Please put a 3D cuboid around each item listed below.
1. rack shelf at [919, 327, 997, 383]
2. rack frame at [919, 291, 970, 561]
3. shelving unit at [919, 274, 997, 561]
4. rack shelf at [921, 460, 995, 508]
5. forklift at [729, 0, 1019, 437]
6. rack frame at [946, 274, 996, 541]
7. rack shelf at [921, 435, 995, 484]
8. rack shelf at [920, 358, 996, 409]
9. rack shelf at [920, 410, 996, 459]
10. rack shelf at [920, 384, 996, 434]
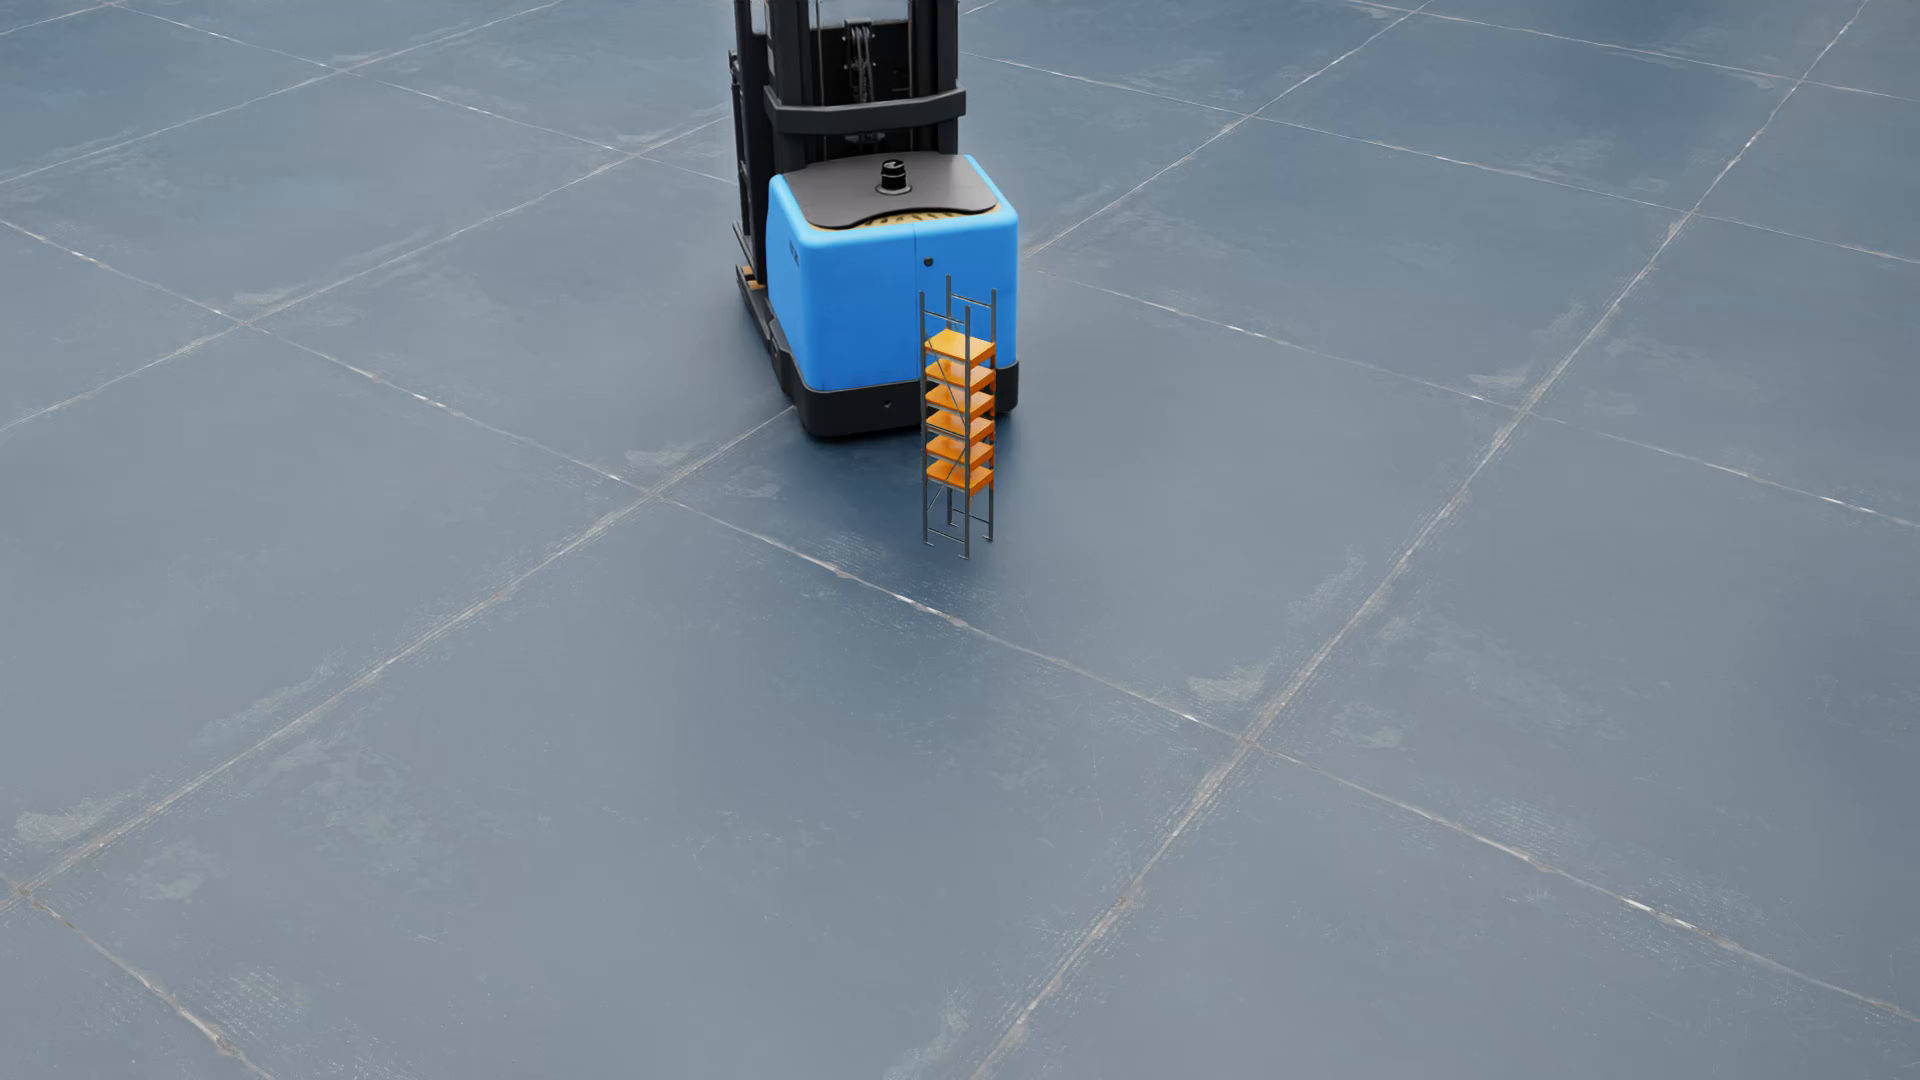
[{"bbox_3d":[-0.008,-0.752,6.727,0.258,0.103,0.180,21,39,28],"label":"rack shelf"},{"bbox_3d":[-0.060,-0.448,6.842,0.240,1.200,0.006,21,39,28],"label":"rack frame"},{"bbox_3d":[-0.008,-0.490,6.904,0.258,1.200,0.189,21,39,28],"label":"shelving unit"},{"bbox_3d":[-0.008,-0.255,7.063,0.258,0.103,0.180,21,39,28],"label":"rack shelf"},{"bbox_3d":[-0.614,-2.522,8.363,1.130,2.935,3.031,-9,35,-13],"label":"forklift"},{"bbox_3d":[0.044,-0.532,6.966,0.240,1.200,0.006,21,39,28],"label":"rack frame"},{"bbox_3d":[-0.008,-0.354,6.996,0.258,0.103,0.180,21,39,28],"label":"rack shelf"},{"bbox_3d":[-0.008,-0.652,6.794,0.258,0.103,0.180,21,39,28],"label":"rack shelf"},{"bbox_3d":[-0.008,-0.454,6.929,0.258,0.103,0.180,21,39,28],"label":"rack shelf"},{"bbox_3d":[-0.008,-0.553,6.862,0.258,0.103,0.180,21,39,28],"label":"rack shelf"}]
